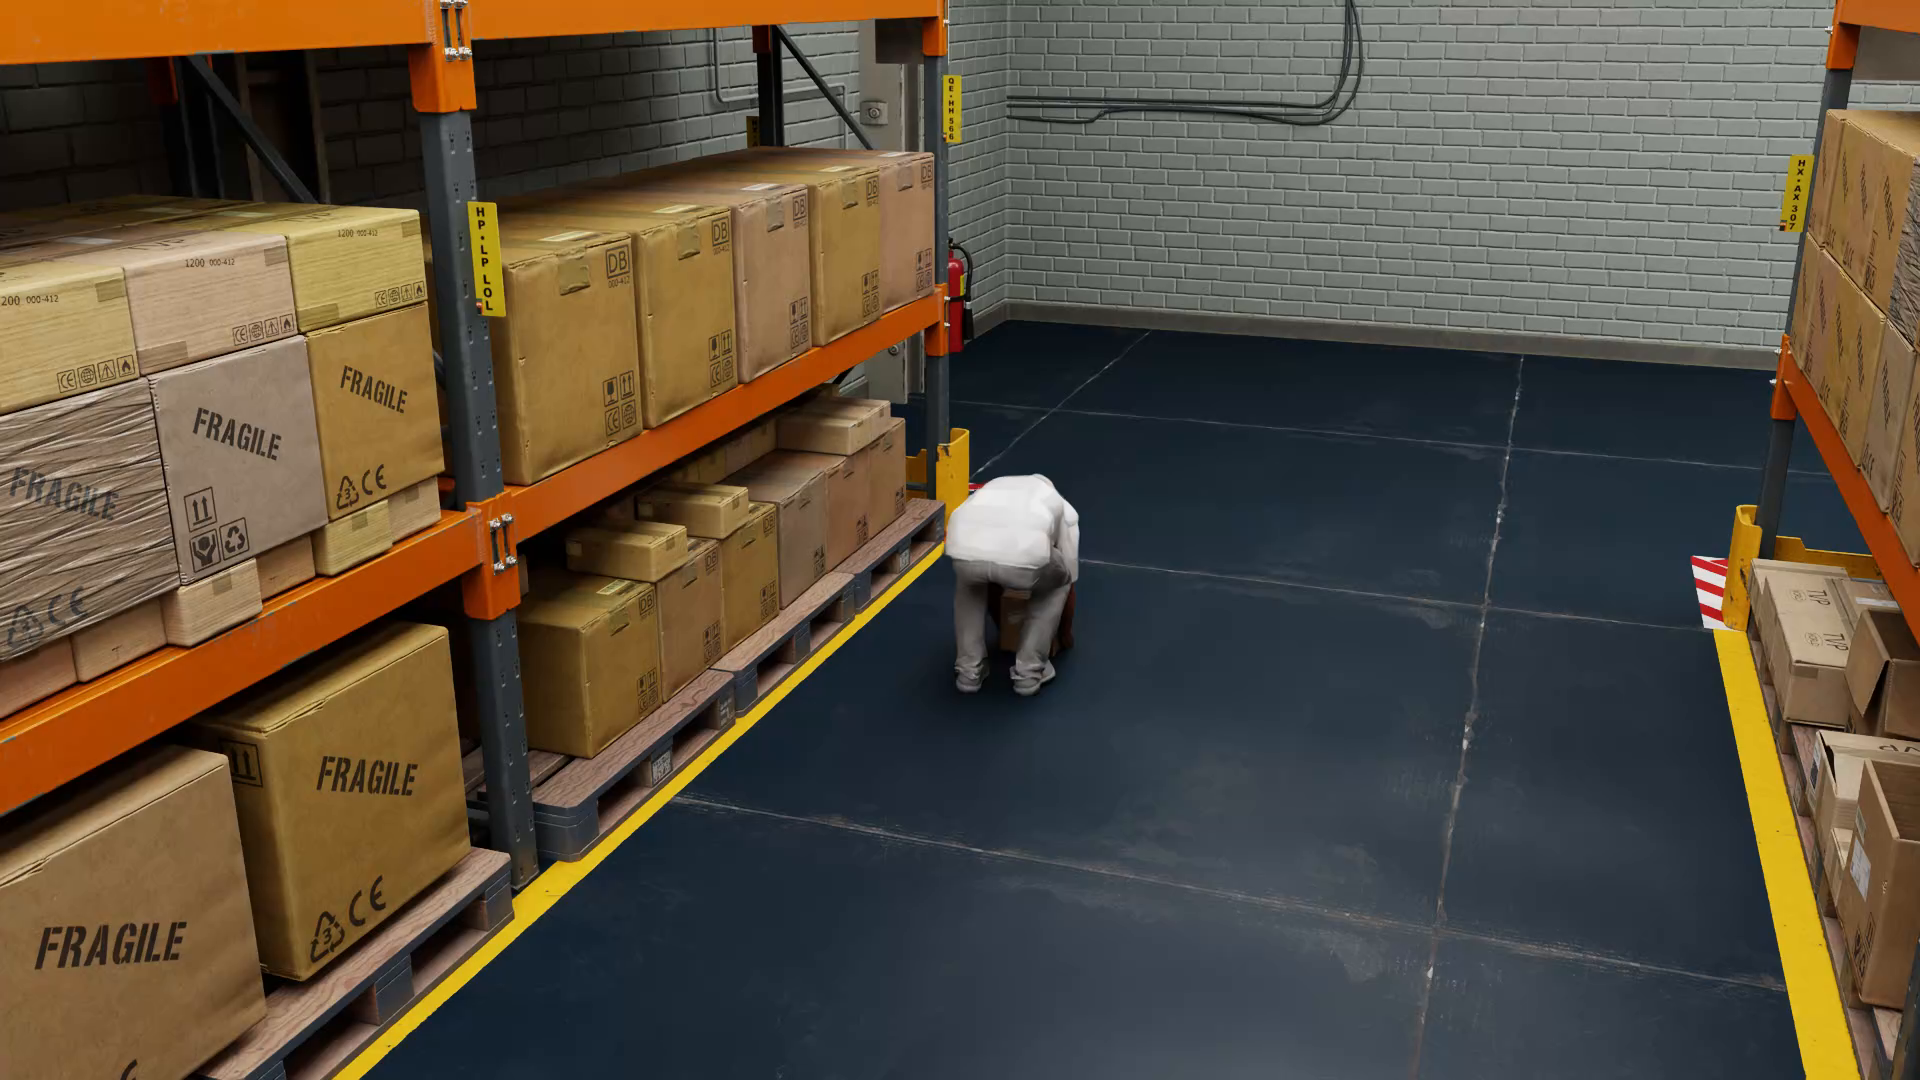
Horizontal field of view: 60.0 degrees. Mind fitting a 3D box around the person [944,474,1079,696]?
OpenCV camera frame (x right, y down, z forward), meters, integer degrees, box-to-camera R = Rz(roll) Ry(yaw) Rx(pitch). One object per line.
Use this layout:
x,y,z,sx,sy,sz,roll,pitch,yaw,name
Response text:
0.222,0.150,7.009,0.505,0.886,0.979,5,19,15,person
